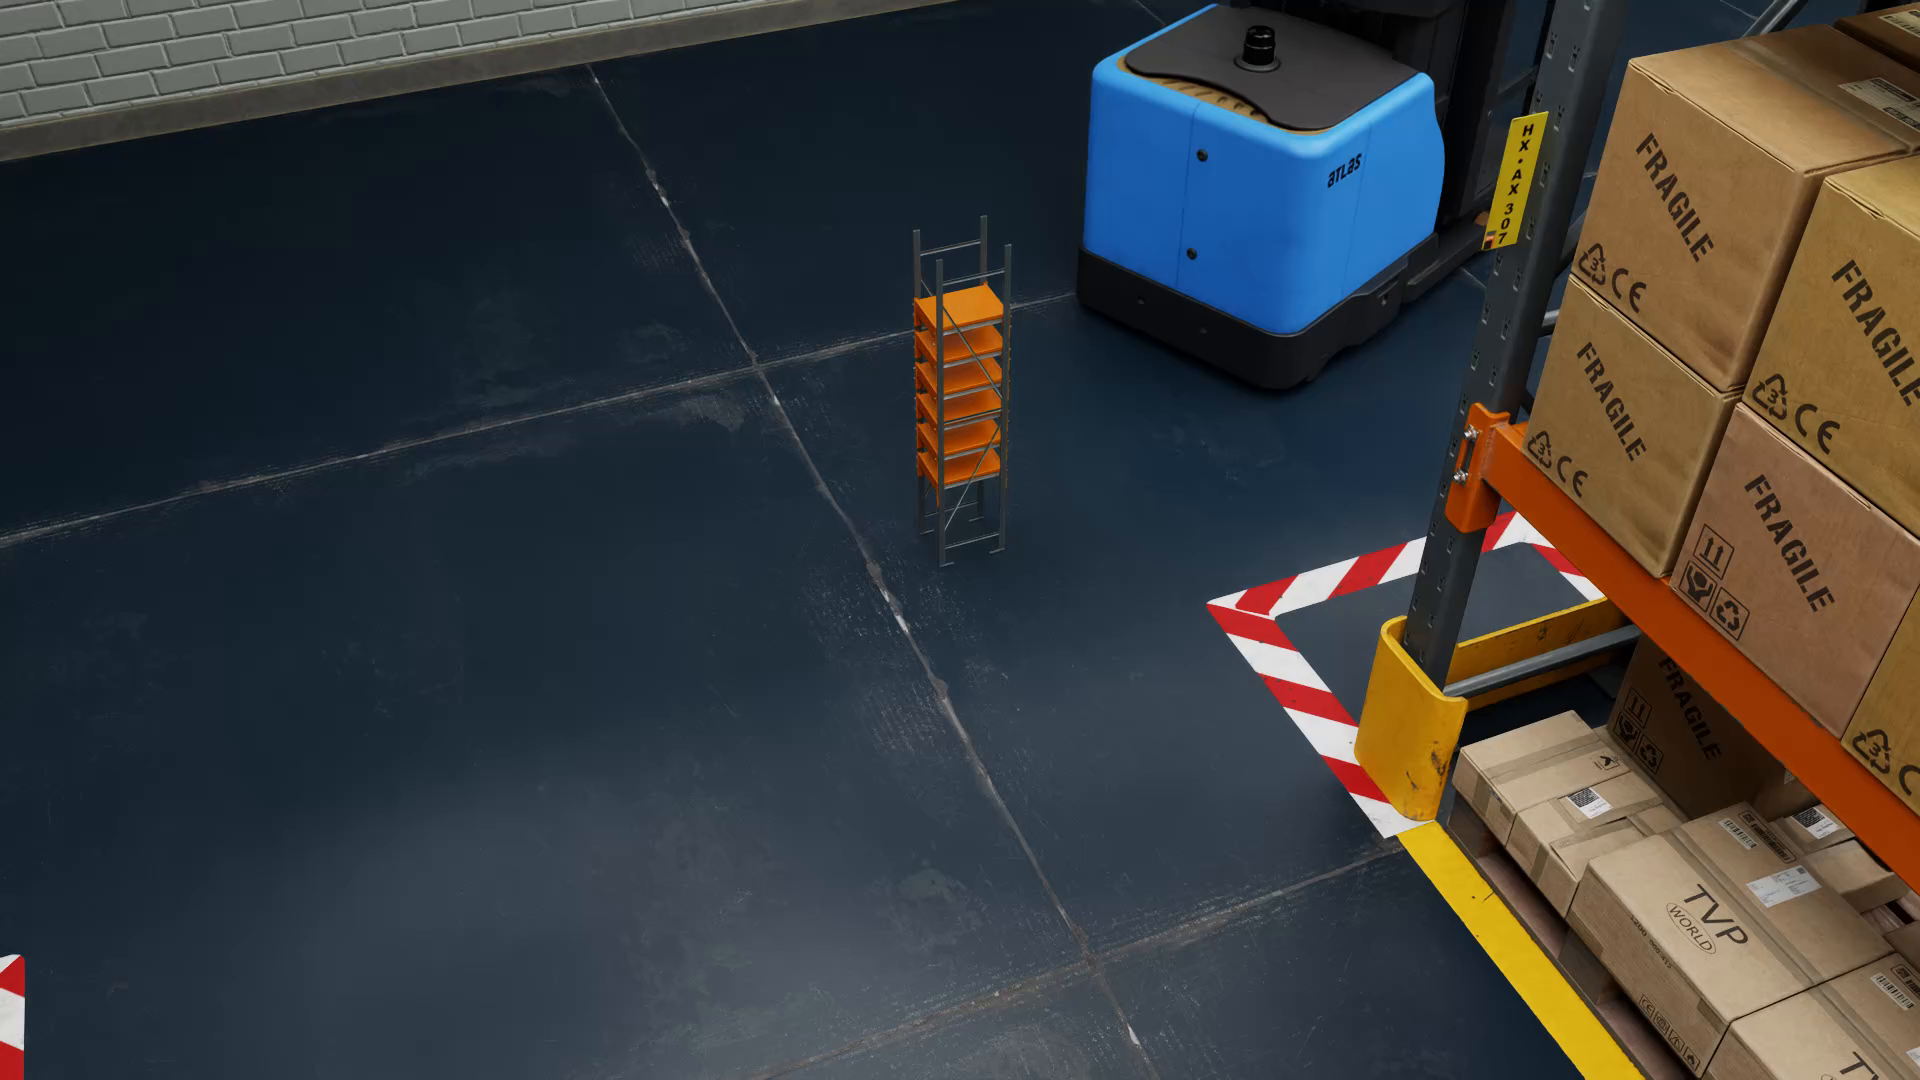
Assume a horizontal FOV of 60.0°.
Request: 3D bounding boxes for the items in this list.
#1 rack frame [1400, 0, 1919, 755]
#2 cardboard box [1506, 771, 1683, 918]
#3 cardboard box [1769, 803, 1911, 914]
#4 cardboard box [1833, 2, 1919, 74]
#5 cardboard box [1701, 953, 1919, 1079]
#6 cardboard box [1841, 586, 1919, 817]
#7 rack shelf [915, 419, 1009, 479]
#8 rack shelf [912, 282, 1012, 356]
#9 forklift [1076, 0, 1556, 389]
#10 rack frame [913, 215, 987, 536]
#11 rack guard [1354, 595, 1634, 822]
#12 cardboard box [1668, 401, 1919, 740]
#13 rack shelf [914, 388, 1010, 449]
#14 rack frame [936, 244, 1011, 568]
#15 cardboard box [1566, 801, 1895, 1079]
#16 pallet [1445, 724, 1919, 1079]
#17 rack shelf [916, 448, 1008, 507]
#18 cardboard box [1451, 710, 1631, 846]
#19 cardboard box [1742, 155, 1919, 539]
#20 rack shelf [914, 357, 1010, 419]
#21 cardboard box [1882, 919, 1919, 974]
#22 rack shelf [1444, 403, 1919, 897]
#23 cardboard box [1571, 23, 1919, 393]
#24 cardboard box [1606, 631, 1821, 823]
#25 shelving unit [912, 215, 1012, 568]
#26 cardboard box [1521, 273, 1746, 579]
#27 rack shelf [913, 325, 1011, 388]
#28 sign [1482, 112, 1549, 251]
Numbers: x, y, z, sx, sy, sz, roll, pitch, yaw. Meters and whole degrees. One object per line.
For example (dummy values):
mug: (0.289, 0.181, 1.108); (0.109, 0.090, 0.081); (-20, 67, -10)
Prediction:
rack frame: (1.742, -0.605, 4.153); (1.000, 3.000, 0.127); (-15, 43, -17)
cardboard box: (1.680, 0.791, 4.365); (0.380, 0.166, 0.250); (-15, 43, -17)
cardboard box: (2.249, 0.835, 4.314); (0.380, 0.166, 0.250); (-15, 43, -17)
cardboard box: (2.166, -0.823, 3.562); (0.500, 0.500, 0.500); (-15, 43, -17)
cardboard box: (2.070, 1.271, 3.742); (0.500, 0.250, 0.500); (-15, 43, -17)
cardboard box: (2.059, 0.303, 3.021); (0.500, 0.500, 0.500); (-15, 43, -17)
rack shelf: (0.006, -0.322, 5.456); (0.258, 0.103, 0.180); (-15, 43, -17)
rack shelf: (0.006, -0.685, 5.143); (0.258, 0.103, 0.180); (-15, 43, -17)
forklift: (1.836, -2.560, 6.479); (1.130, 2.935, 3.031); (31, 49, 31)
rack frame: (-0.029, -0.501, 5.413); (0.240, 1.200, 0.006); (-15, 43, -17)
rack guard: (1.771, 0.388, 4.915); (1.175, 0.500, 0.348); (-15, 43, -17)
cardboard box: (1.870, 0.000, 3.373); (0.500, 0.500, 0.500); (-16, 43, -17)
rack shelf: (0.006, -0.413, 5.378); (0.258, 0.103, 0.180); (-15, 43, -17)
rack frame: (0.041, -0.391, 5.285); (0.240, 1.200, 0.006); (-15, 43, -17)
cardboard box: (1.879, 0.970, 4.093); (0.500, 0.250, 0.500); (-15, 43, -17)
pallet: (2.077, 0.978, 4.451); (1.003, 0.211, 1.213); (-15, 43, -17)
rack shelf: (0.006, -0.231, 5.534); (0.258, 0.103, 0.180); (-15, 43, -17)
cardboard box: (1.584, 0.647, 4.546); (0.380, 0.149, 0.250); (-15, 43, -17)
cardboard box: (1.875, -0.376, 3.043); (0.500, 0.500, 0.500); (-15, 43, -16)
rack shelf: (0.006, -0.504, 5.299); (0.258, 0.103, 0.180); (-15, 43, -17)
cardboard box: (2.513, 1.117, 3.922); (0.500, 0.250, 0.500); (-15, 43, -17)
rack shelf: (2.507, 0.873, 2.987); (1.077, 0.370, 4.000); (-15, 43, -17)
cardboard box: (1.668, -0.689, 3.407); (0.500, 0.500, 0.500); (-14, 43, -16)
cardboard box: (2.177, 0.442, 4.515); (0.500, 0.500, 0.500); (-15, 43, -17)
shelving unit: (0.006, -0.446, 5.349); (0.258, 1.200, 0.189); (-15, 43, -17)
cardboard box: (1.668, -0.310, 3.733); (0.500, 0.500, 0.500); (-14, 43, -16)
rack shelf: (0.006, -0.594, 5.221); (0.258, 0.103, 0.180); (-15, 43, -17)
sign: (1.240, -0.798, 3.713); (0.100, 0.325, 0.005); (-15, 43, -17)
